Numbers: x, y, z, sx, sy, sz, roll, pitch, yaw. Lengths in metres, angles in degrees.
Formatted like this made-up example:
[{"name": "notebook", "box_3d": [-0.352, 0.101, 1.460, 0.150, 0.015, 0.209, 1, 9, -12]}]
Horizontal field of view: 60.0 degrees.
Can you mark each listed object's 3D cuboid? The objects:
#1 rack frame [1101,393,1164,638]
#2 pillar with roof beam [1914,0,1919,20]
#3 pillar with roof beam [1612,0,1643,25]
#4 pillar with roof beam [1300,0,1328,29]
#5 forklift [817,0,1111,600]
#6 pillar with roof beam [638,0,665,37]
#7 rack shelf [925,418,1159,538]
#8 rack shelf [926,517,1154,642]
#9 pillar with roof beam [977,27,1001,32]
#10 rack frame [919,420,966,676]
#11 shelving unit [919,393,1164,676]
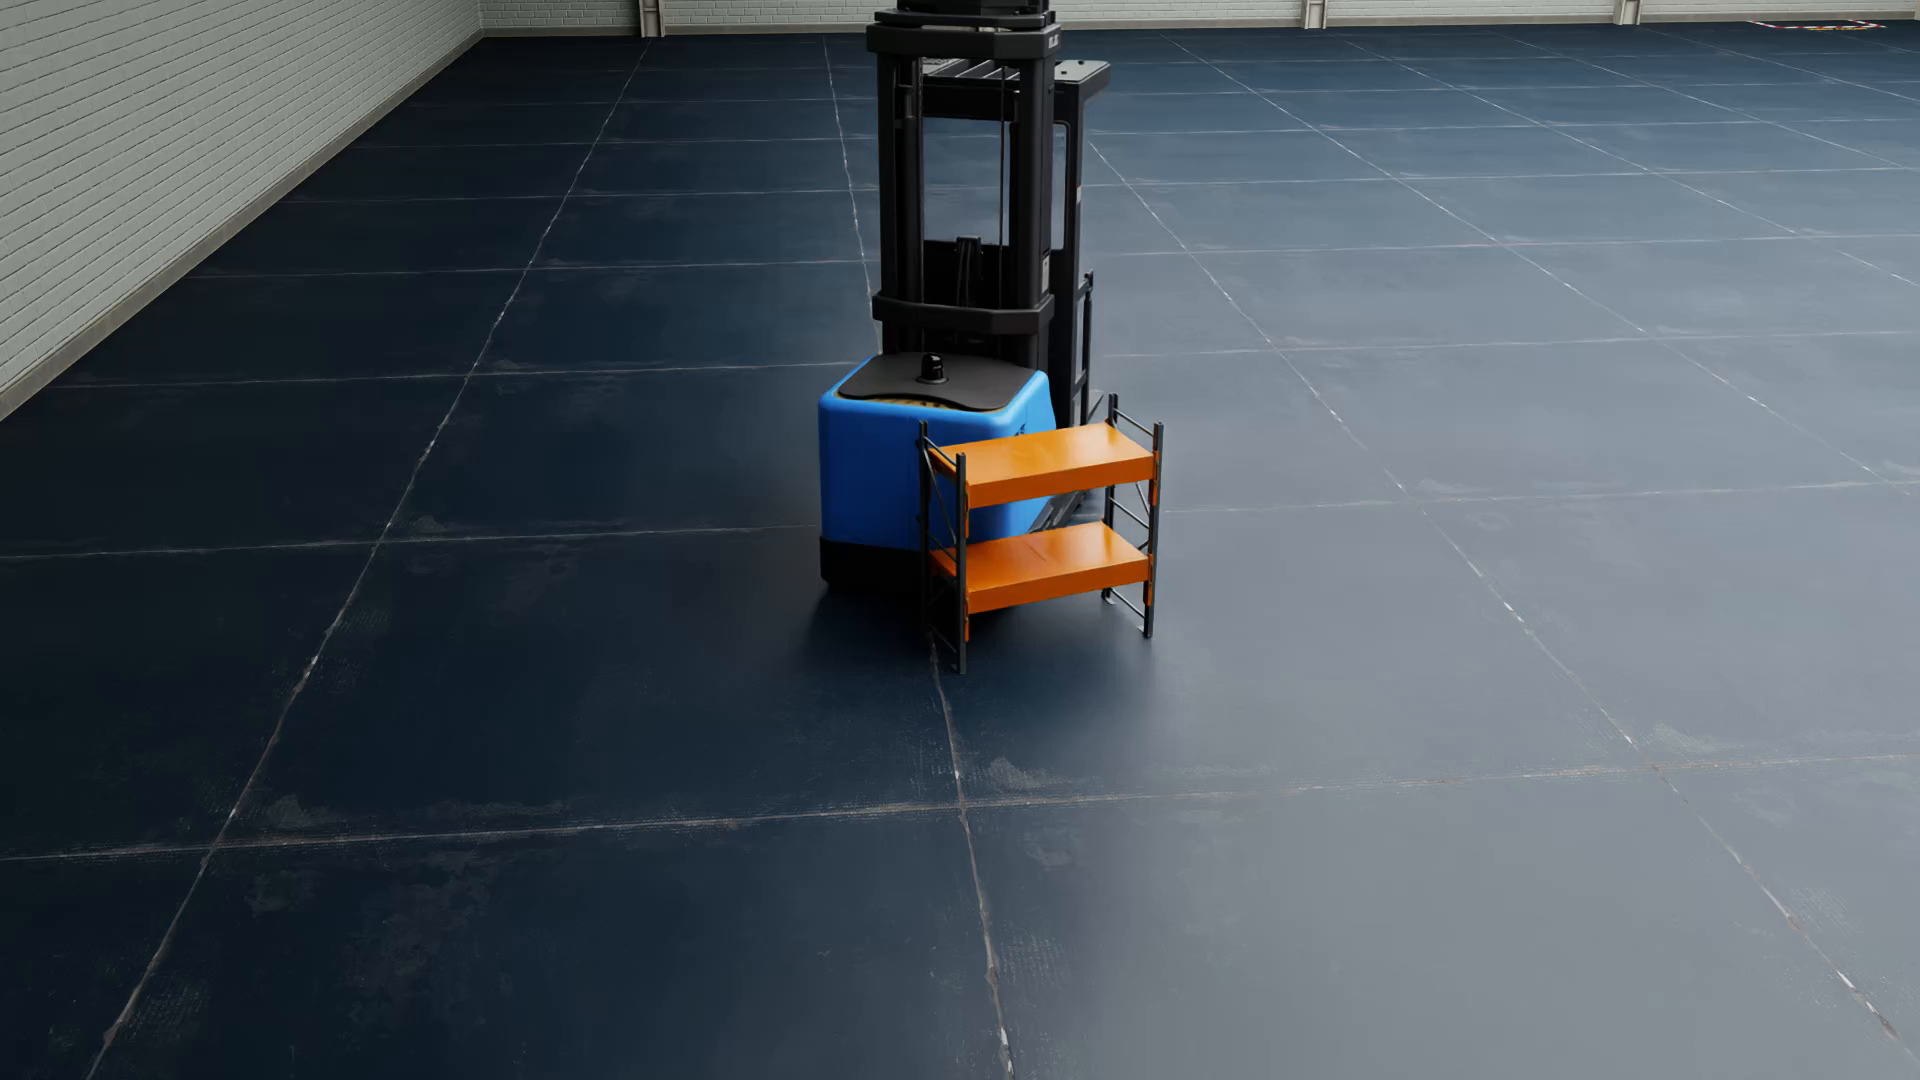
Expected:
[{"name": "rack frame", "box_3d": [0.851, -0.123, 8.279, 0.032, 1.125, 0.500, -10, 26, -21]}, {"name": "pillar with roof beam", "box_3d": [18.859, -12.284, 25.943, 0.400, 9.000, 9.100, -2, 24, -5]}, {"name": "pillar with roof beam", "box_3d": [12.888, -12.044, 25.404, 0.400, 9.000, 9.100, -2, 24, -5]}, {"name": "pillar with roof beam", "box_3d": [6.917, -11.804, 24.865, 0.400, 9.000, 9.100, -2, 24, -5]}, {"name": "forklift", "box_3d": [0.186, -1.584, 9.342, 1.130, 2.935, 3.031, 7, 25, 16]}, {"name": "pillar with roof beam", "box_3d": [-5.025, -11.325, 23.788, 0.400, 9.000, 9.100, -2, 24, -5]}, {"name": "rack shelf", "box_3d": [0.383, -0.310, 7.978, 1.000, 0.278, 0.538, -10, 26, -21]}, {"name": "rack shelf", "box_3d": [0.383, 0.181, 8.196, 1.000, 0.278, 0.538, -10, 26, -21]}, {"name": "pillar with roof beam", "box_3d": [0.946, -11.565, 24.326, 0.400, 9.000, 9.100, -2, 24, -5]}, {"name": "rack frame", "box_3d": [-0.085, 0.038, 7.915, 0.032, 1.125, 0.500, -10, 26, -21]}, {"name": "shelving unit", "box_3d": [0.383, -0.042, 8.097, 1.048, 1.125, 0.538, -10, 26, -21]}]
